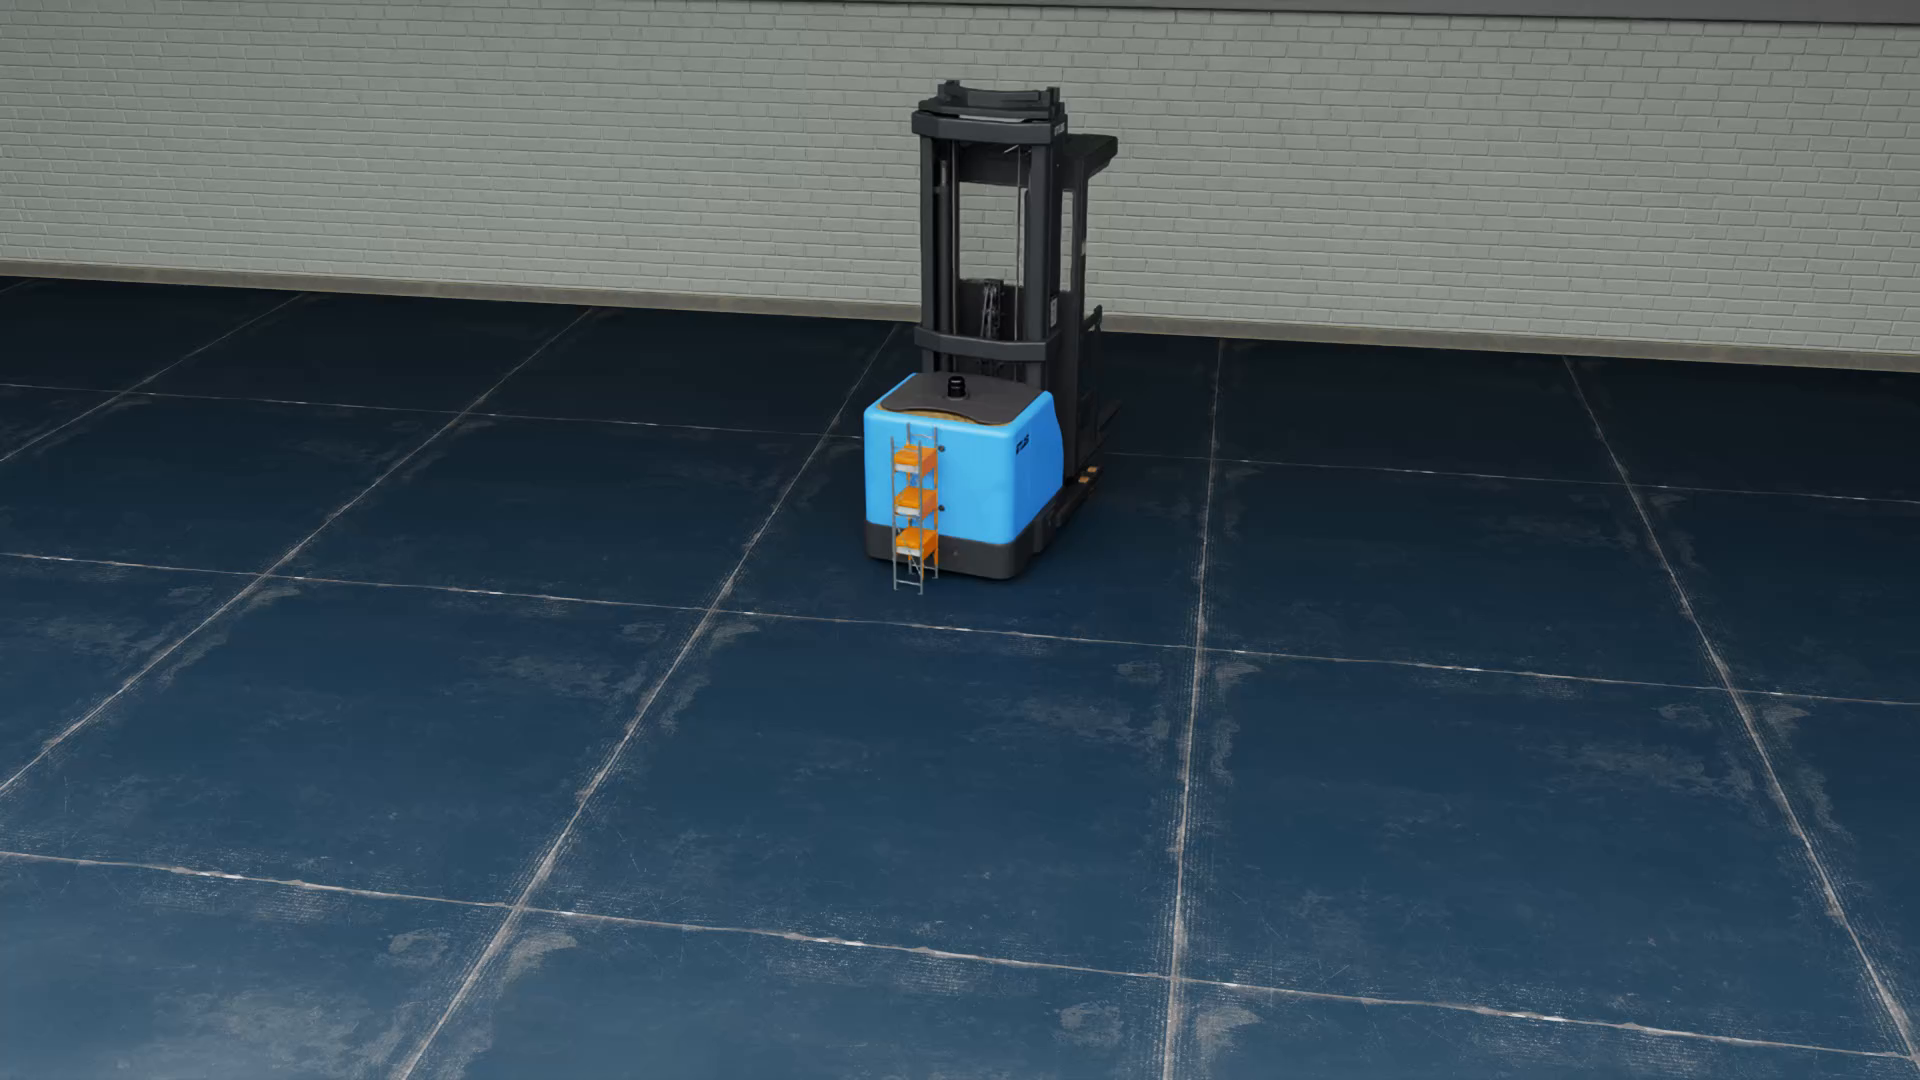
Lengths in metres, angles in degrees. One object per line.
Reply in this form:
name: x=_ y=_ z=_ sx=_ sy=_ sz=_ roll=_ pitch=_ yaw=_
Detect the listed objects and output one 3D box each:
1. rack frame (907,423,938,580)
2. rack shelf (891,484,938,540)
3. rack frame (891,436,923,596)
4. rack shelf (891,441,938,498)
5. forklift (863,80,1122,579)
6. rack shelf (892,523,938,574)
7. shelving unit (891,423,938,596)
rack frame: x=-0.236 y=-0.237 z=10.518 sx=0.200 sy=1.050 sz=0.008 roll=10 pitch=27 yaw=20
rack shelf: x=-0.282 y=-0.180 z=10.420 sx=0.215 sy=0.259 sz=0.240 roll=10 pitch=27 yaw=20
rack frame: x=-0.327 y=-0.141 z=10.314 sx=0.200 sy=1.050 sz=0.008 roll=10 pitch=27 yaw=20
rack shelf: x=-0.282 y=-0.437 z=10.300 sx=0.215 sy=0.259 sz=0.240 roll=10 pitch=27 yaw=20
forklift: x=0.395 y=-1.677 z=11.376 sx=1.130 sy=2.935 sz=3.031 roll=10 pitch=27 yaw=20
rack shelf: x=-0.282 y=0.072 z=10.538 sx=0.215 sy=0.259 sz=0.240 roll=10 pitch=27 yaw=20
shelving unit: x=-0.282 y=-0.189 z=10.416 sx=0.215 sy=1.050 sz=0.252 roll=10 pitch=27 yaw=20
